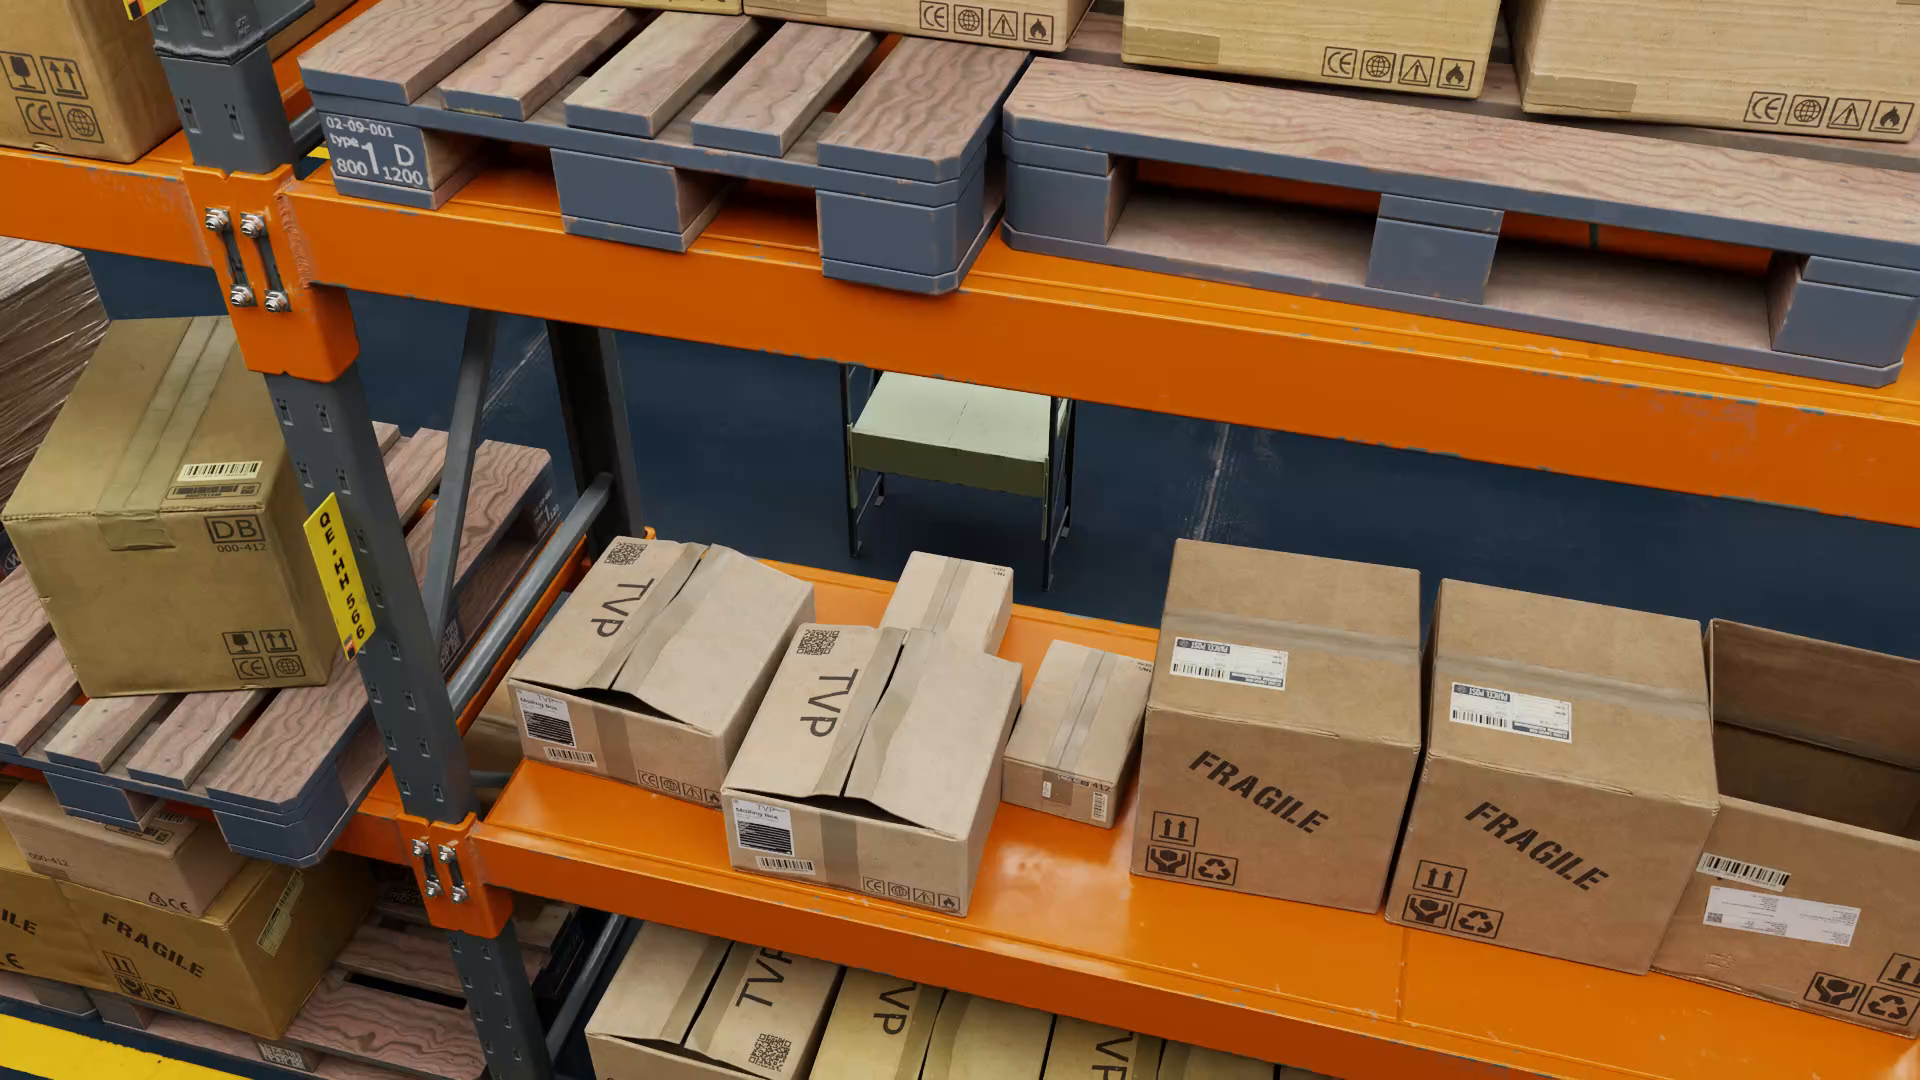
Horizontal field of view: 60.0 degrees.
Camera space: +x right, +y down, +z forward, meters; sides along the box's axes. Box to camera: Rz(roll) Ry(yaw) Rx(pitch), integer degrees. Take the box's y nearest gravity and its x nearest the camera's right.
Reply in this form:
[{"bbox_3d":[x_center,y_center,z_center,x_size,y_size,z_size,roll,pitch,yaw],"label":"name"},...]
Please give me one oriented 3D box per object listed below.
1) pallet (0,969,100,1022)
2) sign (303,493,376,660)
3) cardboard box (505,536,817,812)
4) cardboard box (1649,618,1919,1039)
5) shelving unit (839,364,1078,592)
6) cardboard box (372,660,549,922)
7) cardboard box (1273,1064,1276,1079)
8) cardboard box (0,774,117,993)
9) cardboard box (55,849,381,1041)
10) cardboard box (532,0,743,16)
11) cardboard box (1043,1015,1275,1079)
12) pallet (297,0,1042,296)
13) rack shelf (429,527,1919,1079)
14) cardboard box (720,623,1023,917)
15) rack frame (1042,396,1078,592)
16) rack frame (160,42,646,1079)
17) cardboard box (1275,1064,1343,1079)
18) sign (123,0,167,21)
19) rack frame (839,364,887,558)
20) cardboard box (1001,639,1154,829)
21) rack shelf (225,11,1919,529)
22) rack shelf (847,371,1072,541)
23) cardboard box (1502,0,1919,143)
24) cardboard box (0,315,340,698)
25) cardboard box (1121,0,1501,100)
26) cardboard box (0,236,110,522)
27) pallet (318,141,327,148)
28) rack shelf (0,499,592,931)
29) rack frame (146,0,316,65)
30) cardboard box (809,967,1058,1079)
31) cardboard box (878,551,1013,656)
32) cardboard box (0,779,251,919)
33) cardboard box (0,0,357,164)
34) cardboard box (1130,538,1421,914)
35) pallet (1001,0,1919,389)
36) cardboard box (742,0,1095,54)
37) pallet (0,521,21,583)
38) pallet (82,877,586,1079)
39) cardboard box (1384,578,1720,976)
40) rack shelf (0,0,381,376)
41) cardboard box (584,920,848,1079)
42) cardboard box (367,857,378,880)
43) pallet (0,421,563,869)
[{"bbox_3d":[-2.869,0.859,5.064,1.213,0.211,1.003,10,41,11],"label":"pallet"},{"bbox_3d":[-1.114,0.068,2.998,0.005,0.325,0.100,10,41,11],"label":"sign"},{"bbox_3d":[-0.643,0.264,3.672,0.500,0.311,0.500,12,42,14],"label":"cardboard box"},{"bbox_3d":[1.635,0.544,3.193,0.500,0.500,0.500,13,42,15],"label":"cardboard box"},{"bbox_3d":[0.006,-0.573,5.766,0.755,1.500,0.431,10,41,11],"label":"shelving unit"},{"bbox_3d":[-1.348,0.678,4.712,0.500,0.500,0.500,11,41,13],"label":"cardboard box"},{"bbox_3d":[0.932,1.555,3.877,0.500,0.250,0.500,11,41,12],"label":"cardboard box"},{"bbox_3d":[-2.447,0.835,4.525,0.500,0.500,0.500,8,41,10],"label":"cardboard box"},{"bbox_3d":[-1.947,0.922,4.422,0.500,0.500,0.500,11,41,13],"label":"cardboard box"},{"bbox_3d":[-0.530,-1.069,2.648,0.500,0.250,0.500,7,41,8],"label":"cardboard box"},{"bbox_3d":[0.449,1.258,3.796,0.500,0.311,0.500,9,41,10],"label":"cardboard box"},{"bbox_3d":[-0.304,-0.877,2.776,1.003,0.211,1.213,12,41,13],"label":"pallet"},{"bbox_3d":[0.949,0.750,3.584,4.000,0.370,1.077,10,41,11],"label":"rack shelf"},{"bbox_3d":[-0.169,0.446,3.456,0.500,0.311,0.500,9,41,11],"label":"cardboard box"},{"bbox_3d":[0.360,-0.512,5.694,0.023,1.500,0.400,10,41,11],"label":"rack frame"},{"bbox_3d":[-0.983,0.142,3.748,0.127,3.000,1.000,10,41,11],"label":"rack frame"},{"bbox_3d":[0.946,1.343,3.694,0.500,0.311,0.500,9,41,11],"label":"cardboard box"},{"bbox_3d":[-1.125,-0.867,2.216,0.005,0.325,0.100,10,41,11],"label":"sign"},{"bbox_3d":[-0.347,-0.634,5.839,0.023,1.500,0.400,10,41,11],"label":"rack frame"},{"bbox_3d":[0.264,0.416,3.618,0.250,0.149,0.380,13,42,15],"label":"cardboard box"},{"bbox_3d":[0.949,-0.398,2.619,4.000,0.370,1.077,10,41,11],"label":"rack shelf"},{"bbox_3d":[0.006,-0.324,5.976,0.720,0.370,0.431,10,41,11],"label":"rack shelf"},{"bbox_3d":[1.050,-0.801,2.329,0.500,0.250,0.500,7,40,8],"label":"cardboard box"},{"bbox_3d":[-1.620,-0.091,3.622,0.500,0.500,0.700,-3,40,-3],"label":"cardboard box"},{"bbox_3d":[0.531,-0.891,2.436,0.500,0.250,0.500,9,41,11],"label":"cardboard box"},{"bbox_3d":[-2.454,-0.362,3.944,0.500,0.500,0.700,17,43,20],"label":"cardboard box"},{"bbox_3d":[-2.828,-2.377,8.917,1.213,0.211,1.003,10,41,11],"label":"pallet"},{"bbox_3d":[-2.915,0.085,4.375,4.000,0.370,1.077,10,41,11],"label":"rack shelf"},{"bbox_3d":[-0.983,-2.155,1.819,0.127,3.000,1.000,10,41,11],"label":"rack frame"},{"bbox_3d":[-0.043,1.171,3.898,0.500,0.311,0.500,9,41,10],"label":"cardboard box"},{"bbox_3d":[-0.042,0.216,3.855,0.250,0.149,0.380,10,41,11],"label":"cardboard box"},{"bbox_3d":[-2.002,0.628,4.189,0.500,0.250,0.500,11,41,13],"label":"cardboard box"},{"bbox_3d":[-1.413,-1.096,2.813,0.500,0.500,0.910,10,41,11],"label":"cardboard box"},{"bbox_3d":[0.642,0.373,3.396,0.500,0.500,0.500,8,41,9],"label":"cardboard box"},{"bbox_3d":[0.777,-0.693,2.557,1.213,0.211,1.003,12,41,13],"label":"pallet"},{"bbox_3d":[-0.019,-0.993,2.558,0.500,0.250,0.500,11,41,13],"label":"cardboard box"},{"bbox_3d":[-2.862,-0.105,4.191,1.213,0.211,1.003,10,41,11],"label":"pallet"},{"bbox_3d":[-1.694,1.063,4.821,1.213,0.211,1.003,10,41,11],"label":"pallet"},{"bbox_3d":[1.151,0.460,3.292,0.500,0.500,0.500,10,41,11],"label":"cardboard box"},{"bbox_3d":[-2.915,-1.063,3.411,4.000,0.370,1.077,10,41,11],"label":"rack shelf"},{"bbox_3d":[-0.553,1.089,3.996,0.500,0.311,0.500,11,41,13],"label":"cardboard box"},{"bbox_3d":[-1.856,0.594,4.811,0.500,0.500,0.500,8,41,10],"label":"cardboard box"},{"bbox_3d":[-1.656,0.147,3.892,1.003,0.211,1.213,10,41,11],"label":"pallet"}]
